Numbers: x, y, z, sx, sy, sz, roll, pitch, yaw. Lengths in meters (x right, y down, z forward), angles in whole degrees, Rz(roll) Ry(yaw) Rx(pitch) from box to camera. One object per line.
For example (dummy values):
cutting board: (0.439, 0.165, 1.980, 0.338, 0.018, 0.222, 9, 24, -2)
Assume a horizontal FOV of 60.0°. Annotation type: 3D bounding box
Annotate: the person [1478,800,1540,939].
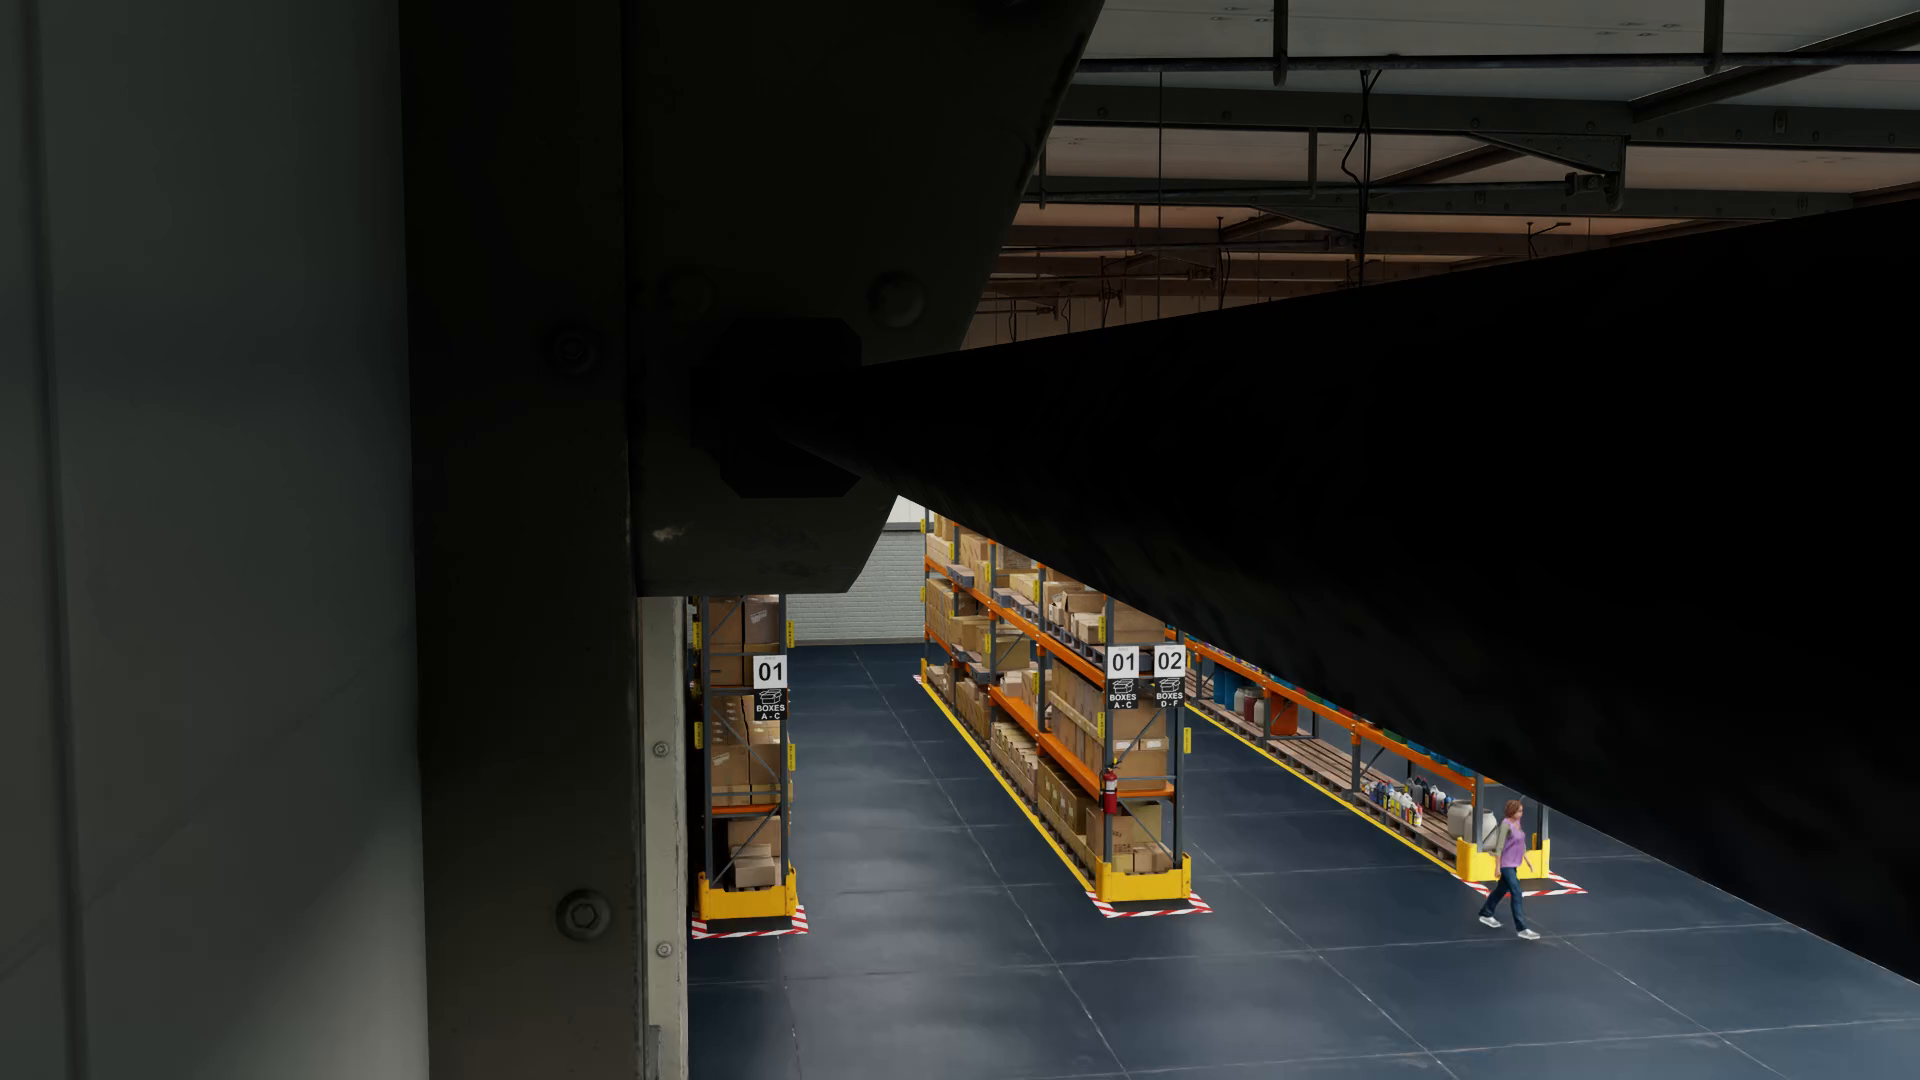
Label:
person: (6.478, 3.824, 19.500, 0.814, 1.562, 0.469, 4, 6, 38)
